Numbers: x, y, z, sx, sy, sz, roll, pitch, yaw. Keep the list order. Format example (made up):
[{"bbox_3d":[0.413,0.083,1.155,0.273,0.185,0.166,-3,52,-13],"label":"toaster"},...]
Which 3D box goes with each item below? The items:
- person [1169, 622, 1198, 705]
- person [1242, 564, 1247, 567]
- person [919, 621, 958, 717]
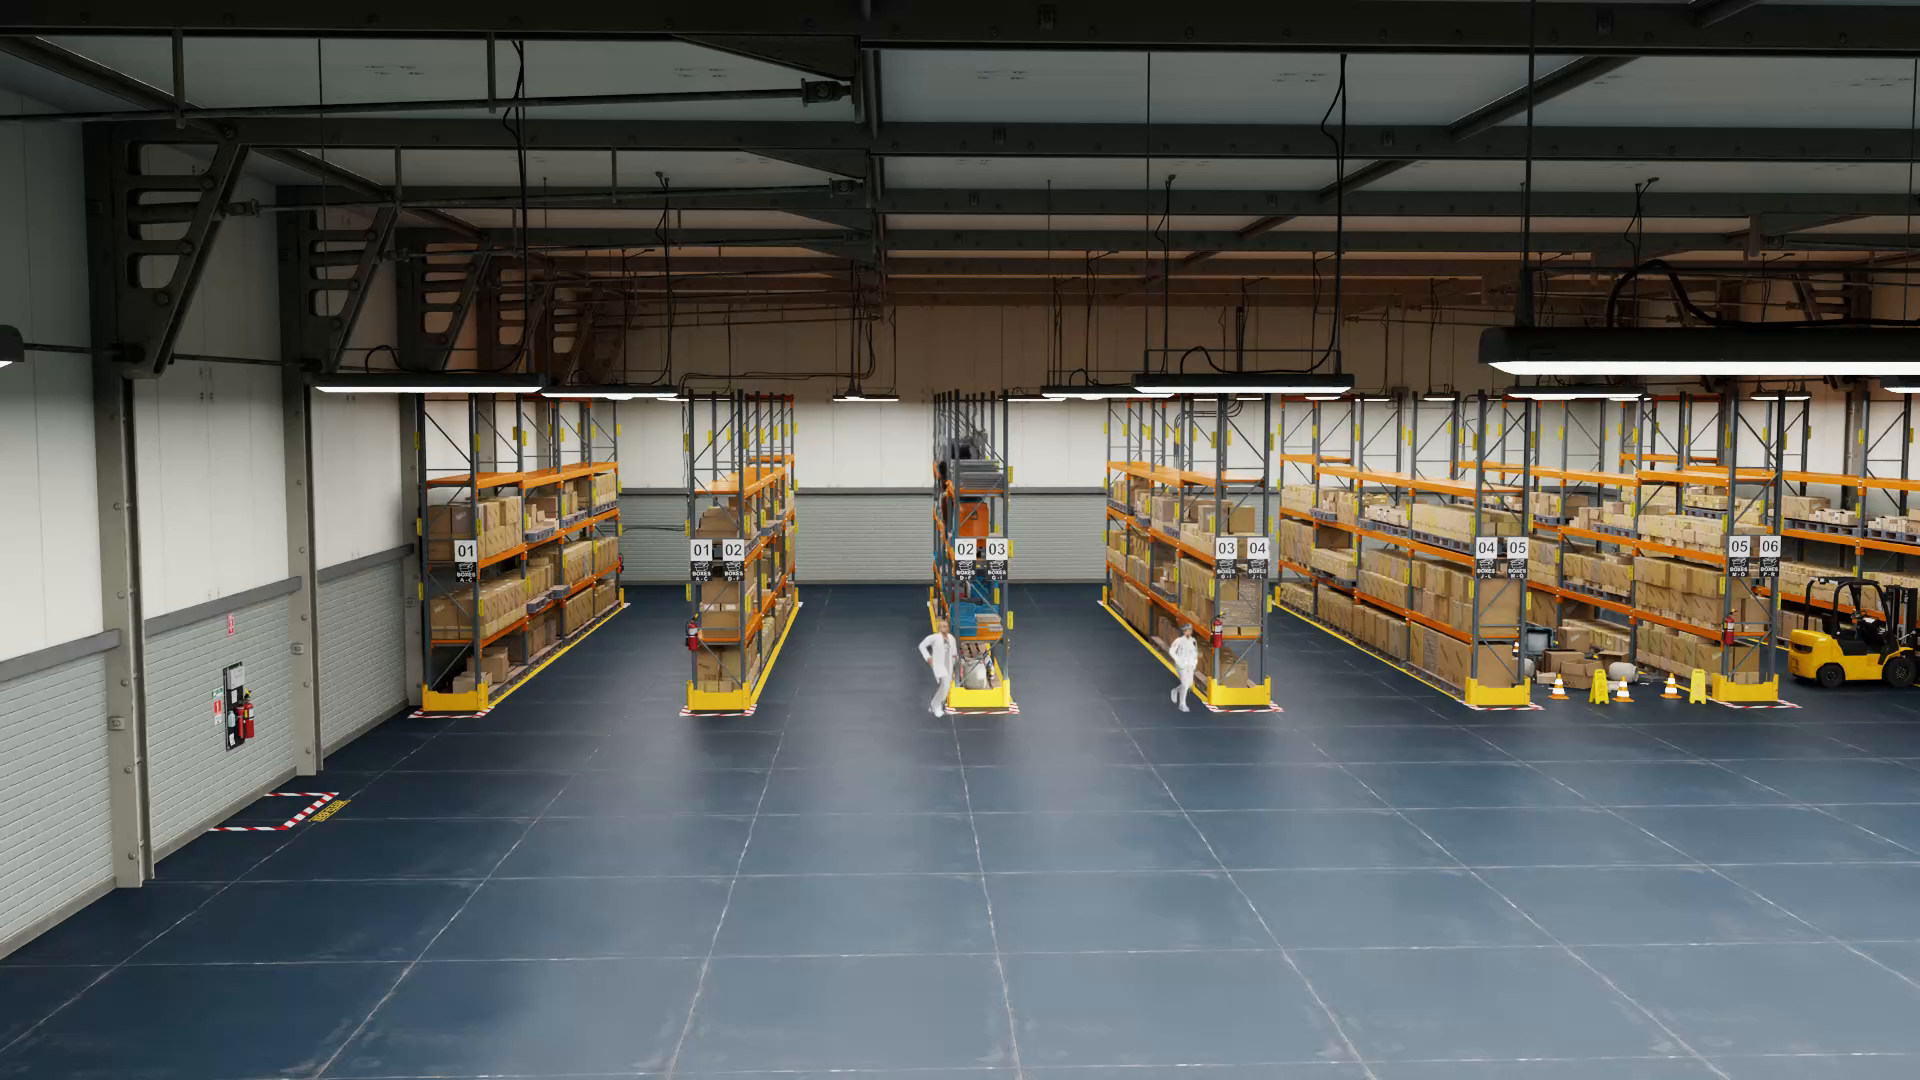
[{"bbox_3d":[4.206,2.320,31.262,0.632,1.574,0.525,-3,5,-29],"label":"person"},{"bbox_3d":[8.190,0.950,48.487,0.852,1.643,0.616,4,6,37],"label":"person"},{"bbox_3d":[-0.323,2.371,30.579,0.689,1.769,0.711,-4,6,-39],"label":"person"}]
